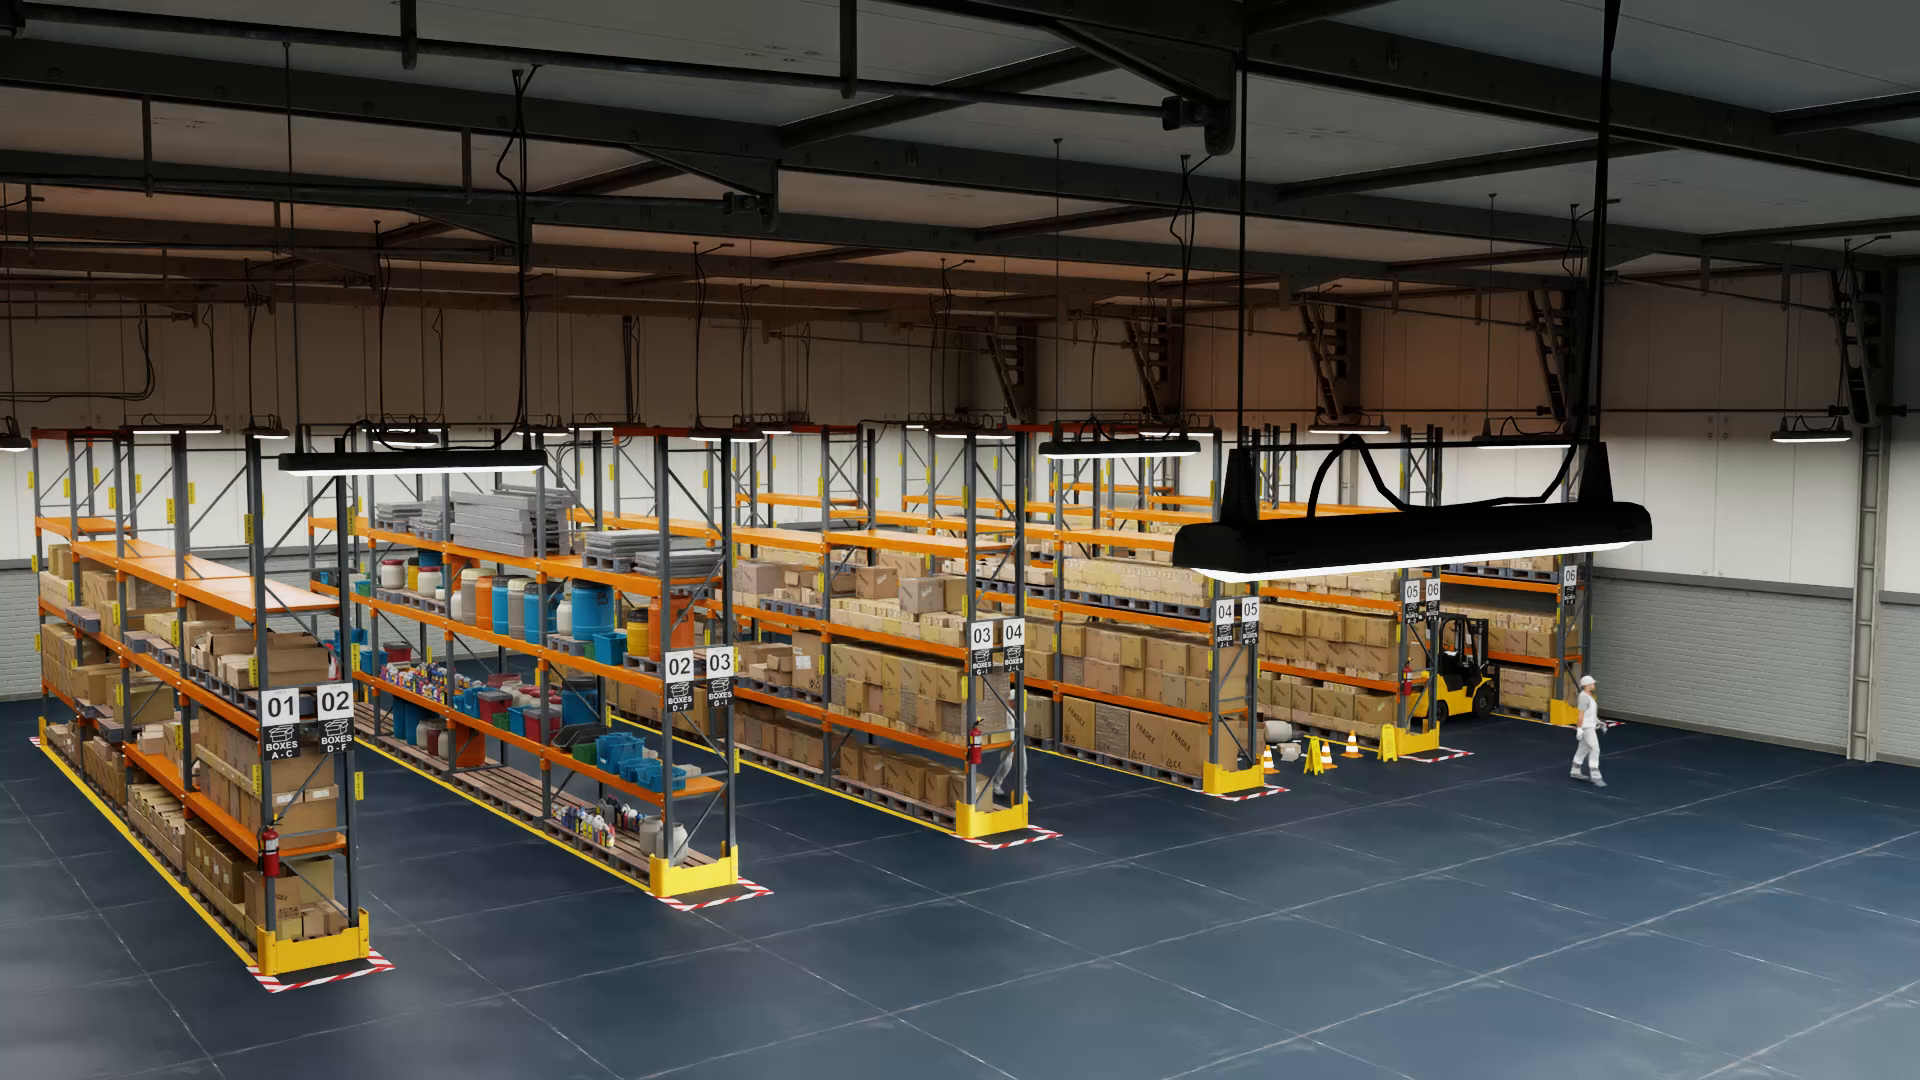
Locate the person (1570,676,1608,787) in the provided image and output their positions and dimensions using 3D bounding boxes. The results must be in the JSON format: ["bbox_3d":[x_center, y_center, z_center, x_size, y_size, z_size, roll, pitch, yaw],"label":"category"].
[{"bbox_3d":[10.703,3.224,28.230,0.614,1.818,0.648,2,5,22],"label":"person"}]

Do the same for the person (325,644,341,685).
[{"bbox_3d":[-12.439,2.896,32.775,0.525,1.715,1.092,-2,5,-20],"label":"person"}]

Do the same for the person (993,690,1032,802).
[{"bbox_3d":[0.871,3.340,27.099,0.778,1.782,0.646,3,5,35],"label":"person"}]
